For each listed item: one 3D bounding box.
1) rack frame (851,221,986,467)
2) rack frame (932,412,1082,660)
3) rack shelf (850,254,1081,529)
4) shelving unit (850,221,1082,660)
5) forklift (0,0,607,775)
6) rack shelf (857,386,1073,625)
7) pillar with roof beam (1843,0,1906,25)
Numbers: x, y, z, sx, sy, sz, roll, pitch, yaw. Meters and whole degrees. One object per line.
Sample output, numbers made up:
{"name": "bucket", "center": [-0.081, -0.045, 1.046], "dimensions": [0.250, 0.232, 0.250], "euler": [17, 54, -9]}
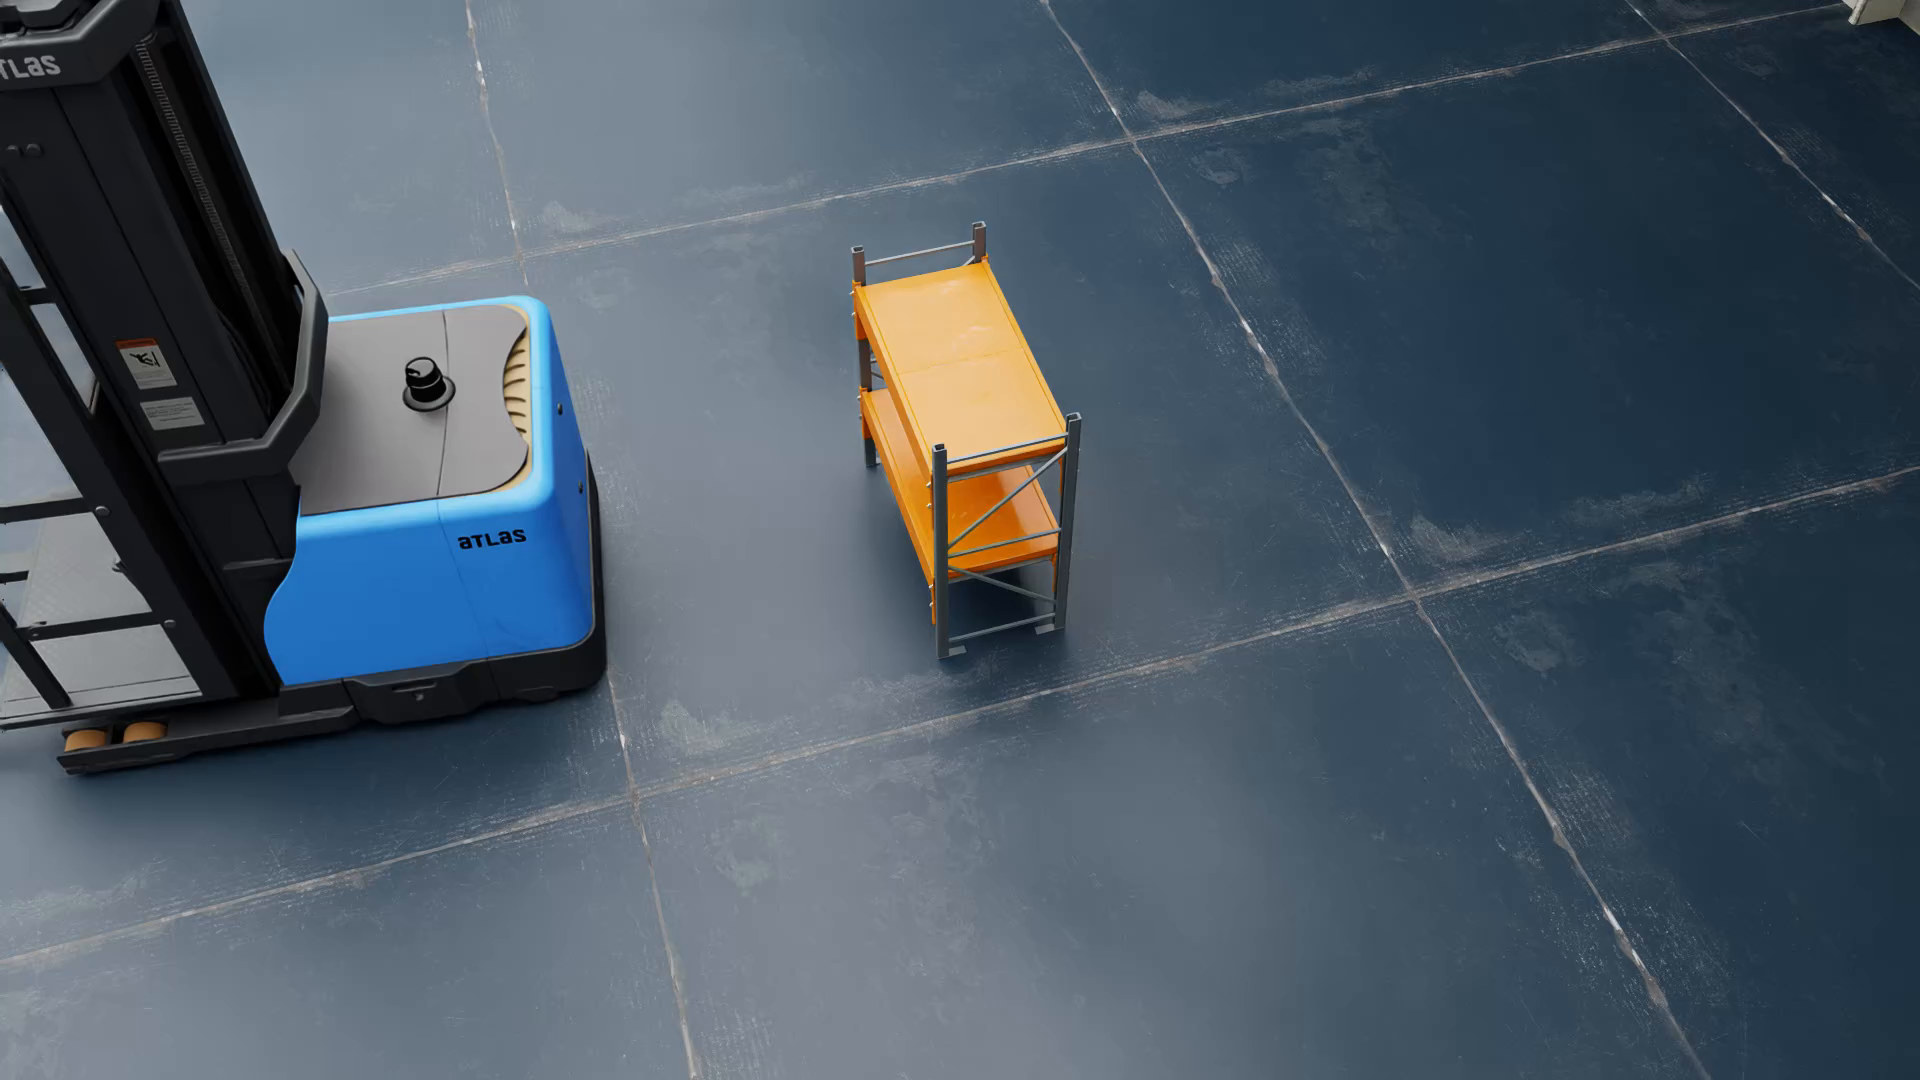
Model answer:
{"name": "rack frame", "center": [-0.148, -0.729, 6.418], "dimensions": [0.500, 1.125, 0.032], "euler": [-13, 51, -11]}
{"name": "rack frame", "center": [0.152, 0.014, 5.792], "dimensions": [0.500, 1.125, 0.032], "euler": [-13, 51, -11]}
{"name": "rack shelf", "center": [0.002, -0.546, 5.882], "dimensions": [0.538, 0.278, 1.000], "euler": [-13, 51, -11]}
{"name": "shelving unit", "center": [0.002, -0.358, 6.105], "dimensions": [0.538, 1.125, 1.048], "euler": [-13, 51, -11]}
{"name": "forklift", "center": [-2.855, -0.567, 5.101], "dimensions": [3.031, 2.935, 1.130], "euler": [-8, 50, -7]}
{"name": "rack shelf", "center": [0.002, -0.200, 6.292], "dimensions": [0.538, 0.278, 1.000], "euler": [-13, 51, -11]}
{"name": "pillar with roof beam", "center": [0.734, -4.844, 4.738], "dimensions": [9.100, 9.000, 0.400], "euler": [-13, 51, -11]}
